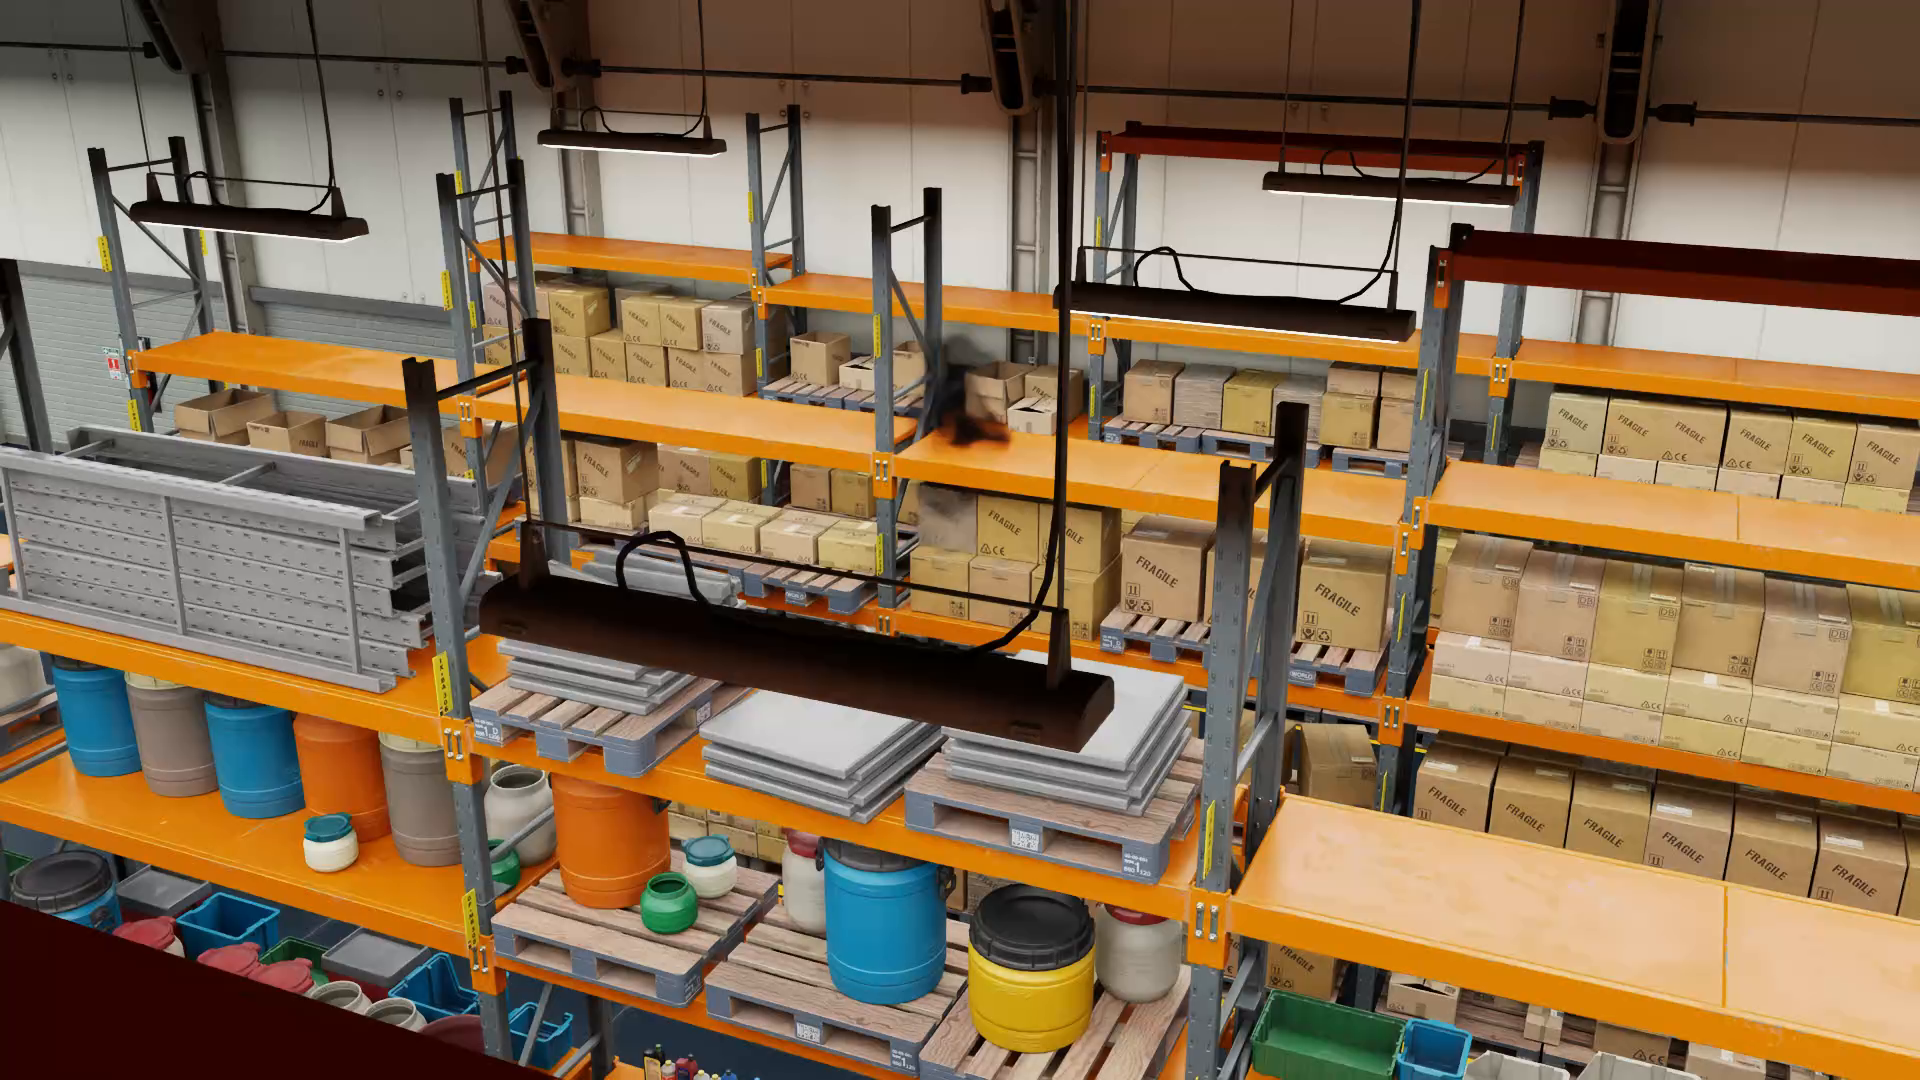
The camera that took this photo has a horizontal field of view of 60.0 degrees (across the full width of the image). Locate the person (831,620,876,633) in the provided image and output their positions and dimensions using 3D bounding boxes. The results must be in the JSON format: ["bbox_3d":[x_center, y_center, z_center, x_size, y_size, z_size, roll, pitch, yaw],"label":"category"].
[{"bbox_3d":[-0.988,1.187,16.188,0.923,1.821,0.696,8,22,20],"label":"person"}]
